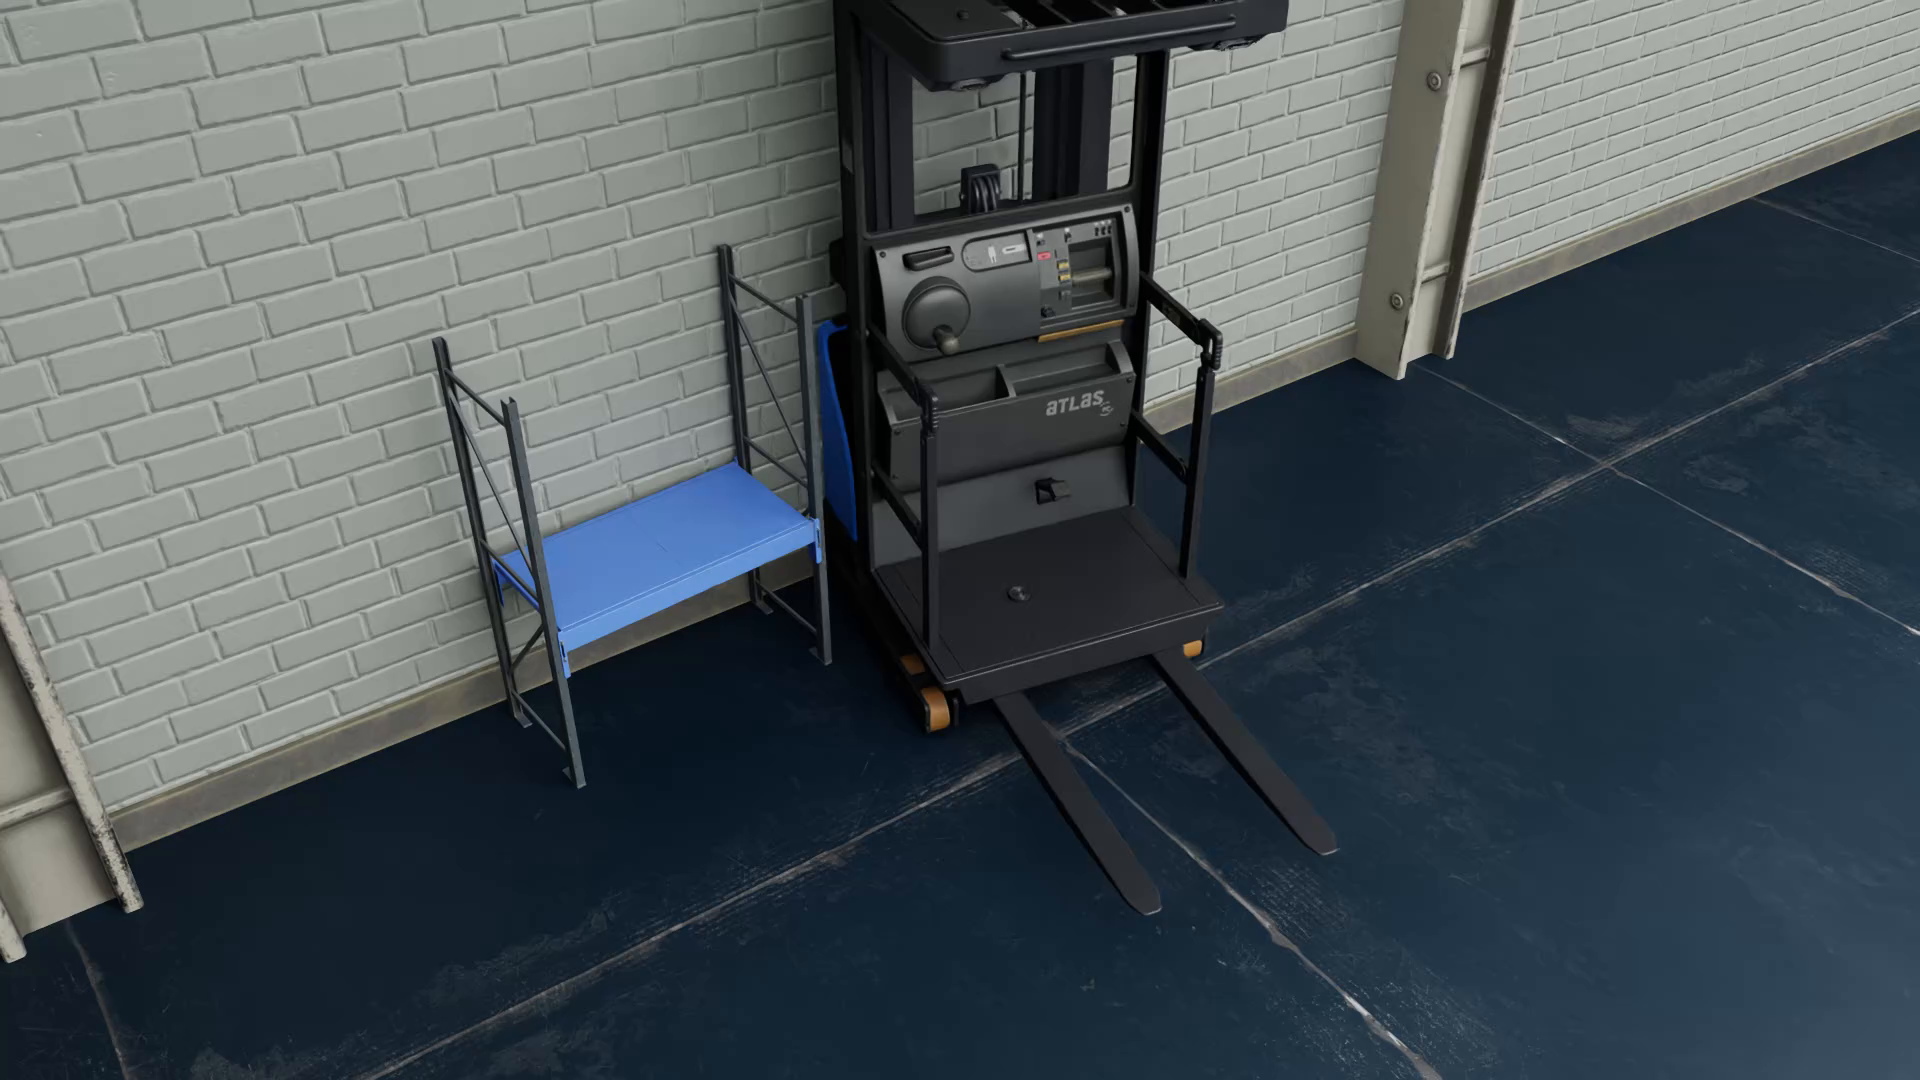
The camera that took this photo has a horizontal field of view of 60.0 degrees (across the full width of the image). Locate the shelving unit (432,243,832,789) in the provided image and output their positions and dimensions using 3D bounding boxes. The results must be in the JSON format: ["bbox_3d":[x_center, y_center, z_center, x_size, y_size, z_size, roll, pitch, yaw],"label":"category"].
[{"bbox_3d":[-1.034,-0.078,5.573,1.048,1.500,0.538,-25,43,-31],"label":"shelving unit"}]

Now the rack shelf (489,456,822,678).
[{"bbox_3d":[-1.034,0.068,5.678,1.000,0.185,0.538,-25,43,-31],"label":"rack shelf"}]

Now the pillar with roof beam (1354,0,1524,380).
[{"bbox_3d":[4.600,-2.486,2.499,0.400,9.000,9.100,-22,41,-28],"label":"pillar with roof beam"}]

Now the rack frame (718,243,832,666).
[{"bbox_3d":[-0.639,-0.265,5.834,0.032,1.500,0.500,-25,43,-31],"label":"rack frame"}]

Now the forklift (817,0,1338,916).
[{"bbox_3d":[0.252,-0.803,5.356,1.130,2.935,3.031,-14,38,-18],"label":"forklift"}]

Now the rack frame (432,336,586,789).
[{"bbox_3d":[-1.429,0.110,5.313,0.032,1.500,0.500,-25,43,-31],"label":"rack frame"}]
